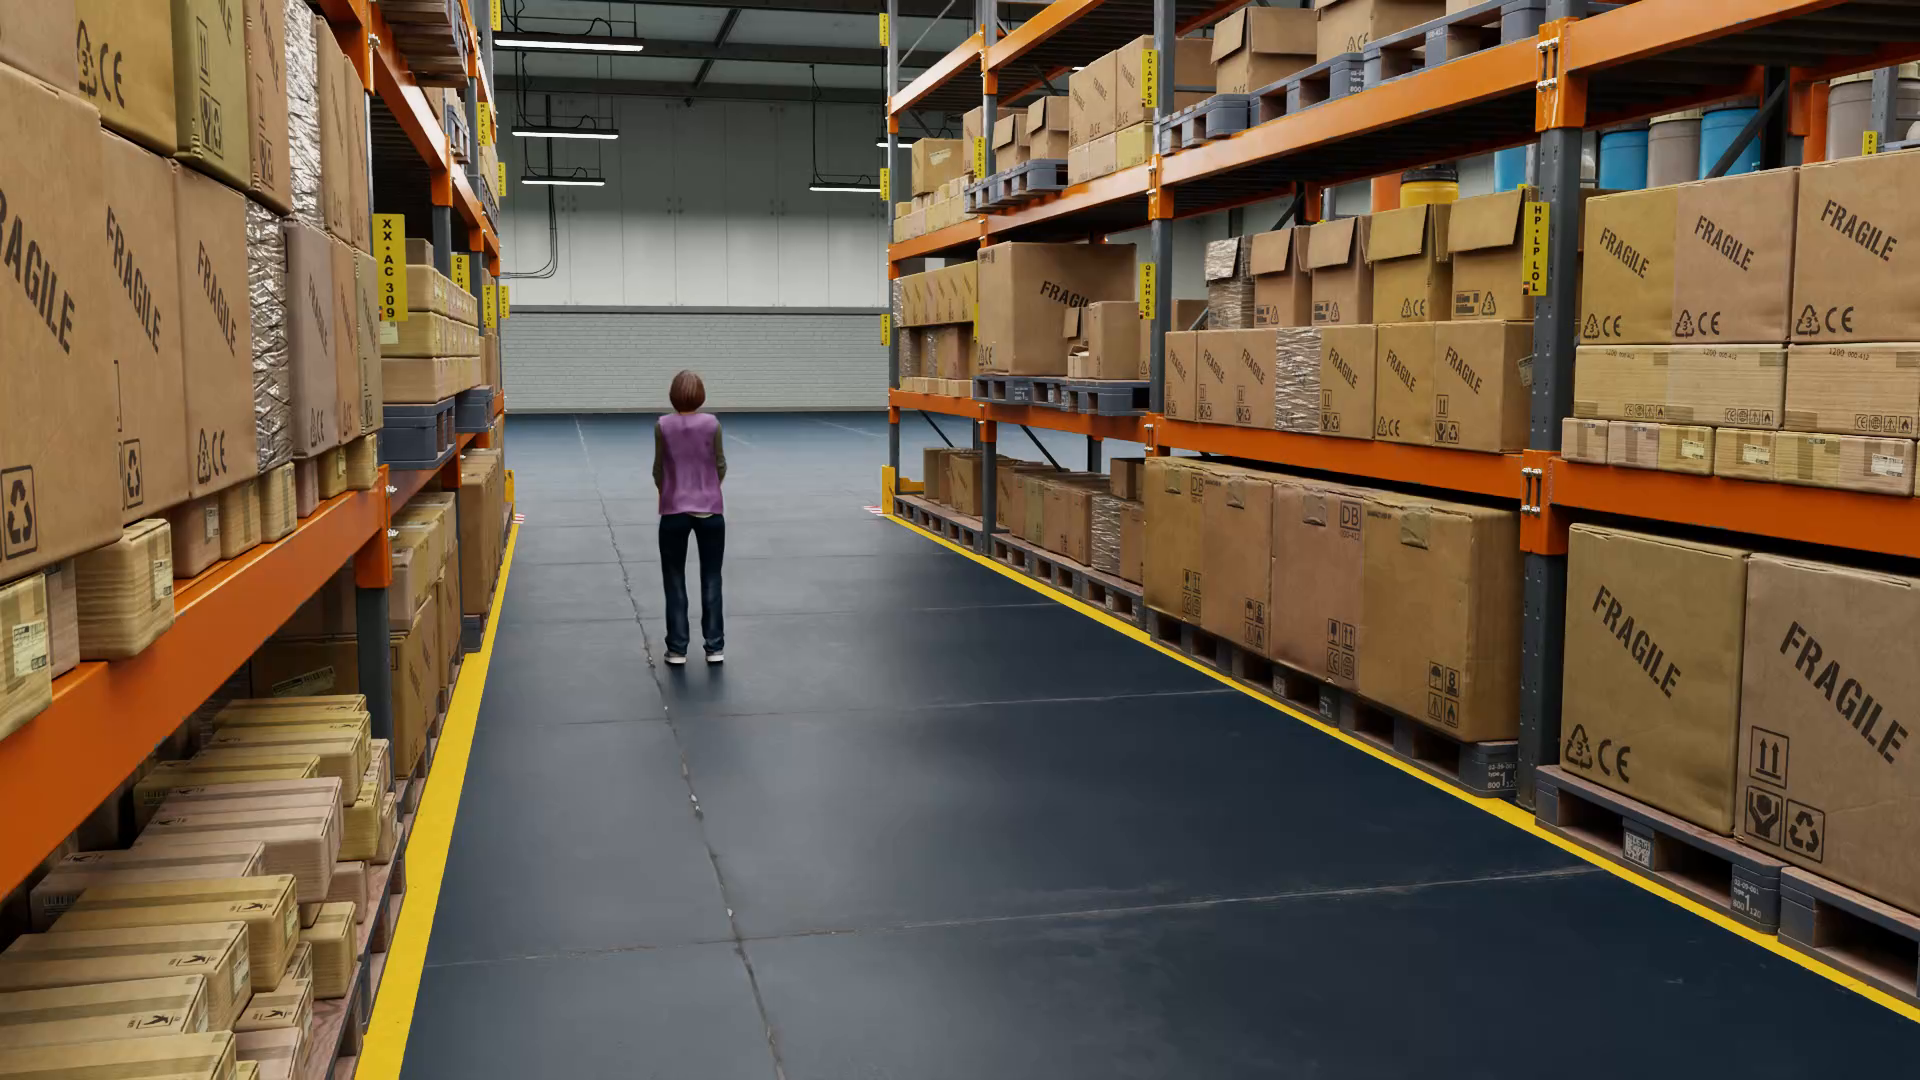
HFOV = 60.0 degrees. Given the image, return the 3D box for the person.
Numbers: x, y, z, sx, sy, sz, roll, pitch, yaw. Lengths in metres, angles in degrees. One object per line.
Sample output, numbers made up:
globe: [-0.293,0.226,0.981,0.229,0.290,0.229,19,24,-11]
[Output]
person: [-1.471,-0.131,9.078,0.405,1.593,0.489,-1,6,-13]
